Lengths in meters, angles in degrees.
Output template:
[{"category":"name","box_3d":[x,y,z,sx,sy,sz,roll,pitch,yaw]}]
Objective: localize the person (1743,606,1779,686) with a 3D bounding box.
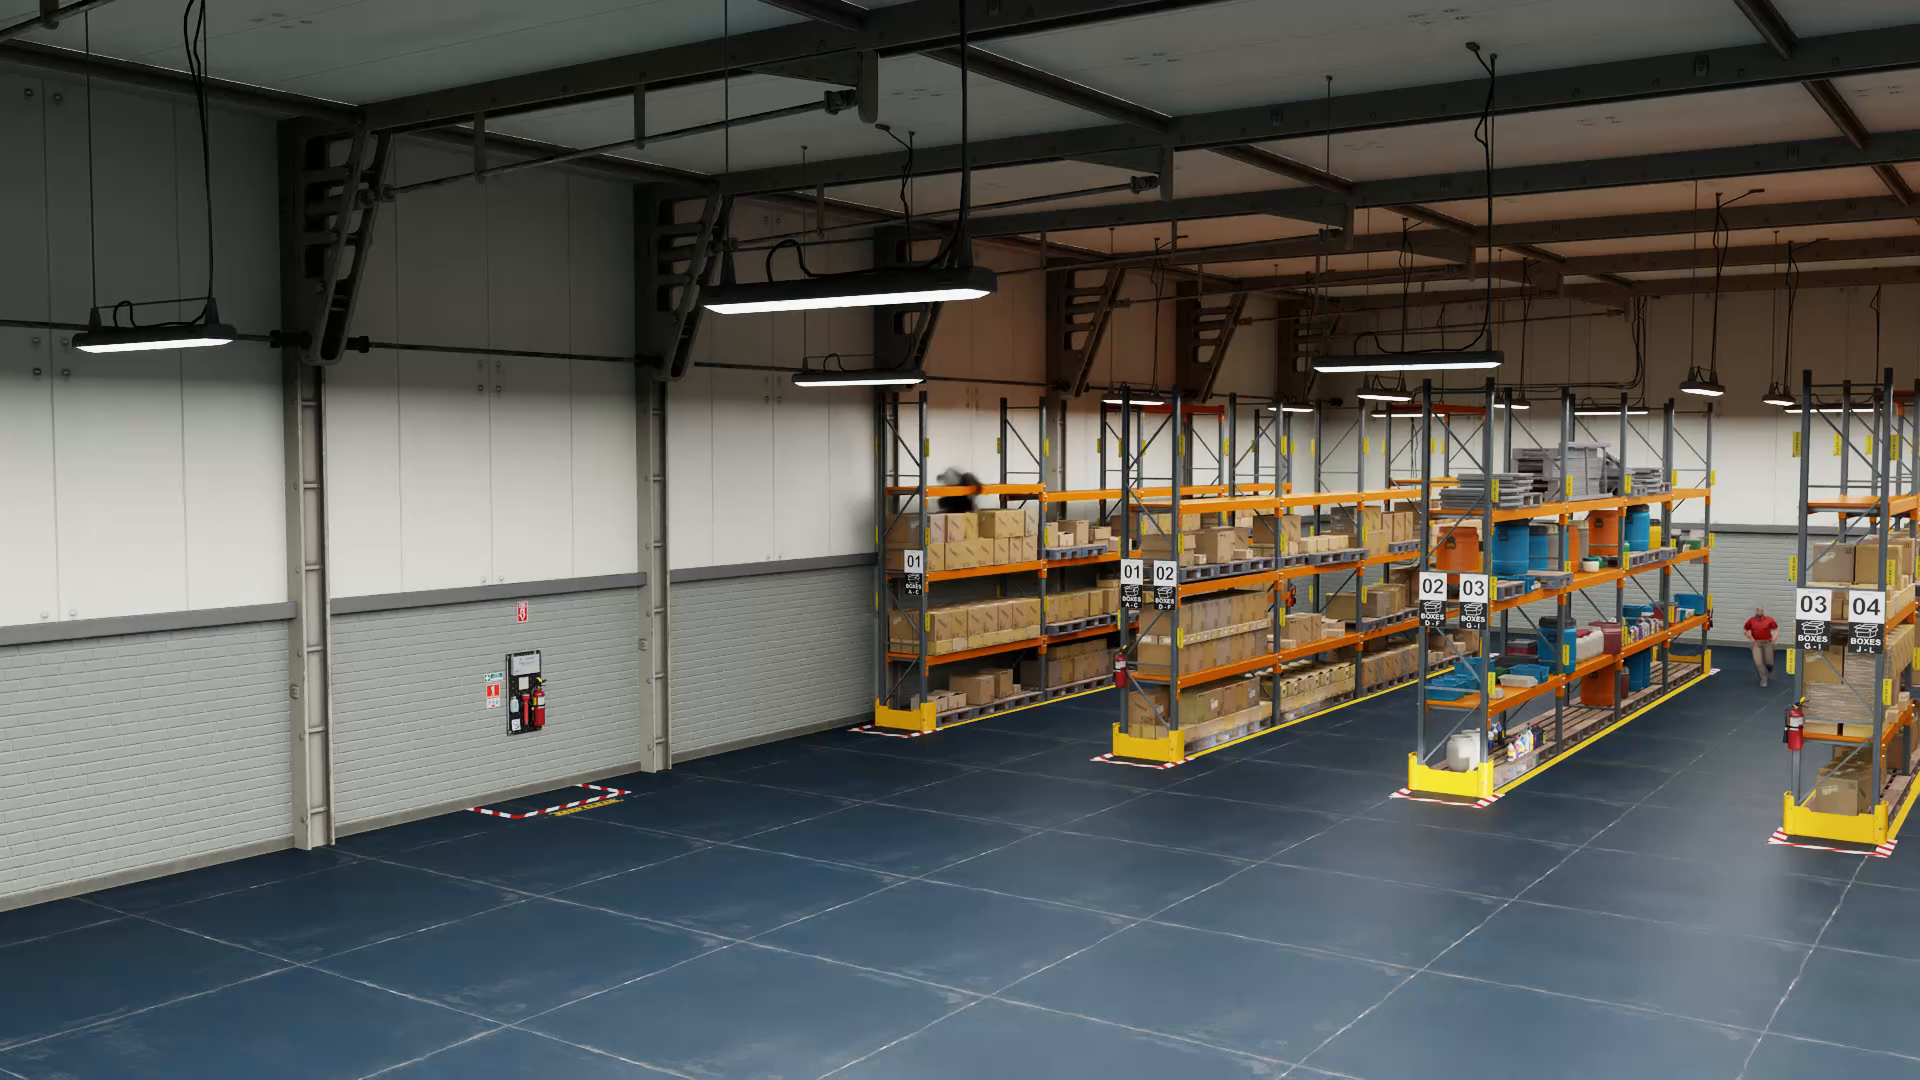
[{"category":"person","box_3d":[16.908,2.223,35.121,0.692,1.687,0.568,2,4,28]}]
